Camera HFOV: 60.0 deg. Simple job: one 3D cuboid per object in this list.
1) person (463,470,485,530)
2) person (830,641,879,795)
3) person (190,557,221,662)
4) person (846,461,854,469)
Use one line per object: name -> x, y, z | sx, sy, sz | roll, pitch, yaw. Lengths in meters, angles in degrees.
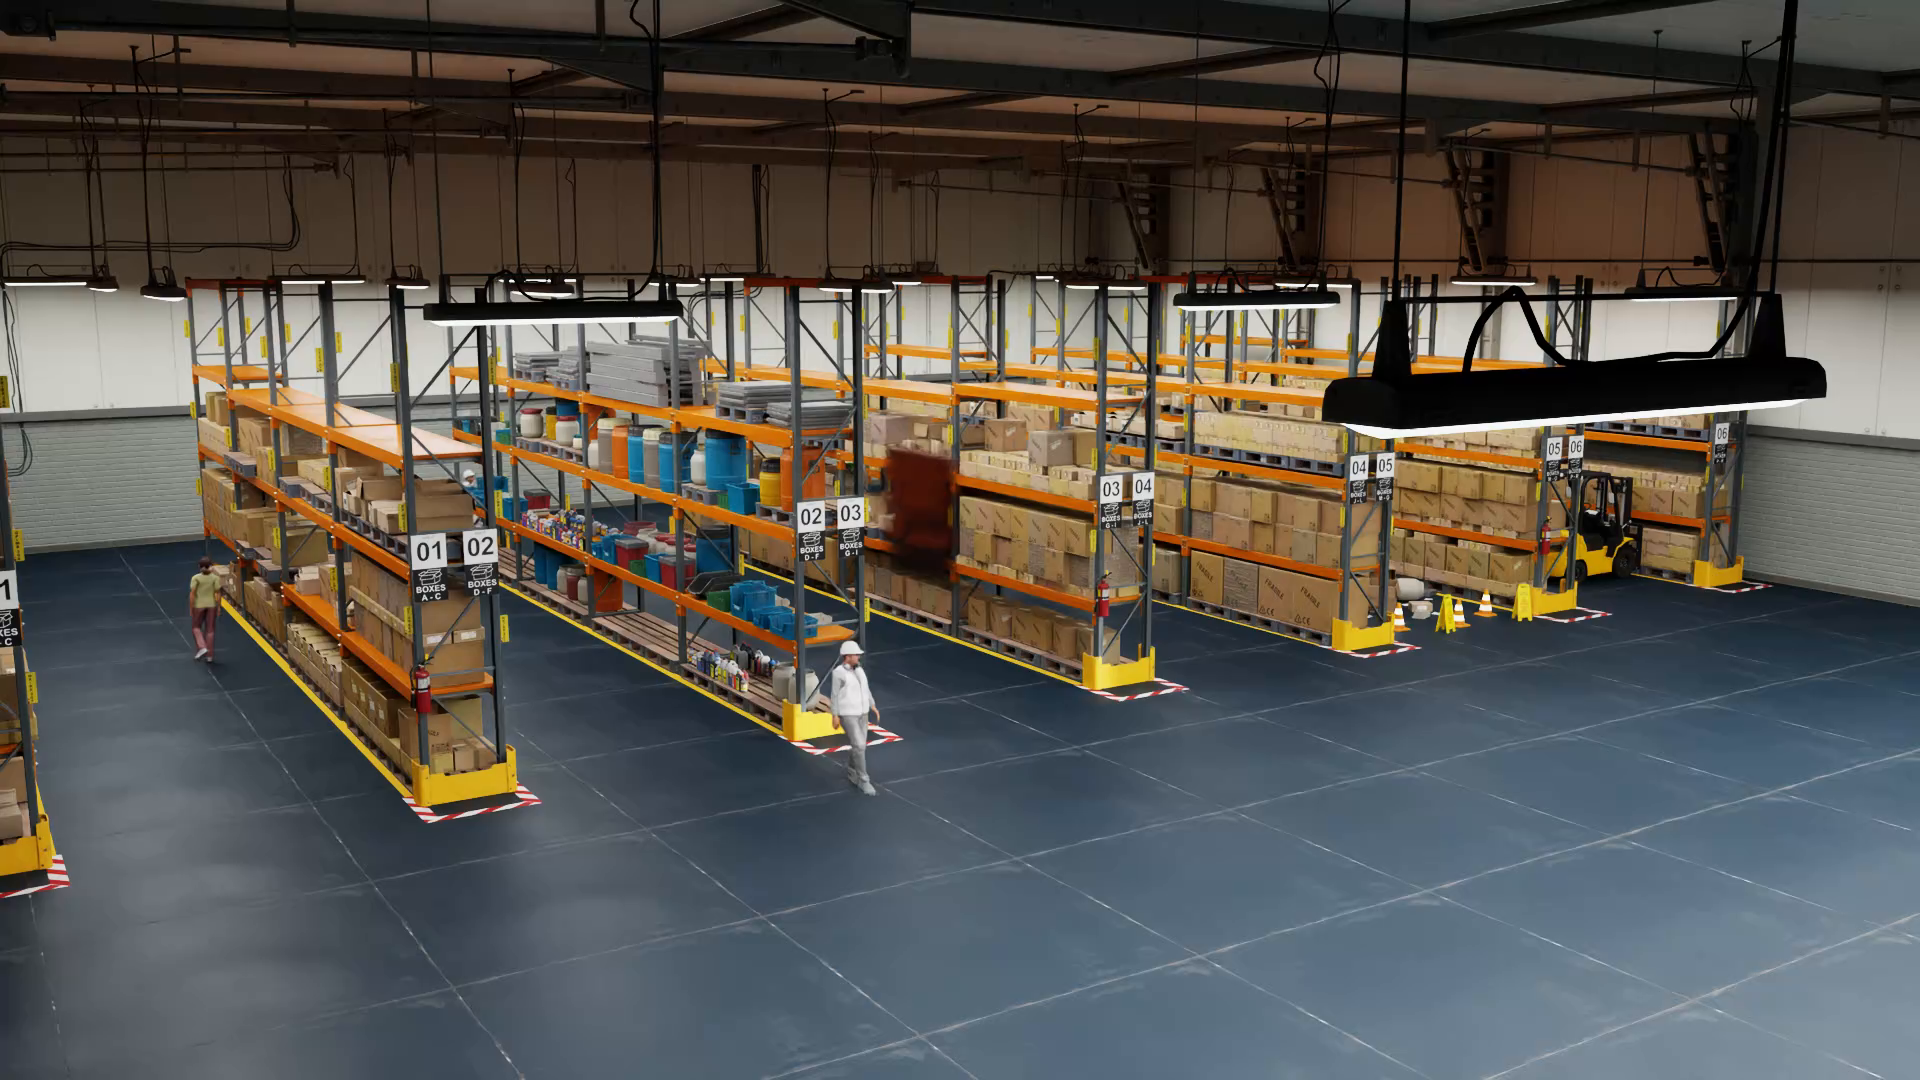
person -> -10.702, -0.697, 36.709 | 0.970, 1.737, 0.561 | -4, 10, -24
person -> -1.189, 2.130, 20.114 | 0.676, 1.789, 0.561 | 7, 12, 36
person -> -11.956, 1.102, 26.382 | 0.483, 1.671, 0.463 | -5, 11, -29
person -> -2.918, -2.058, 44.806 | 0.562, 1.792, 0.468 | 7, 12, 36
